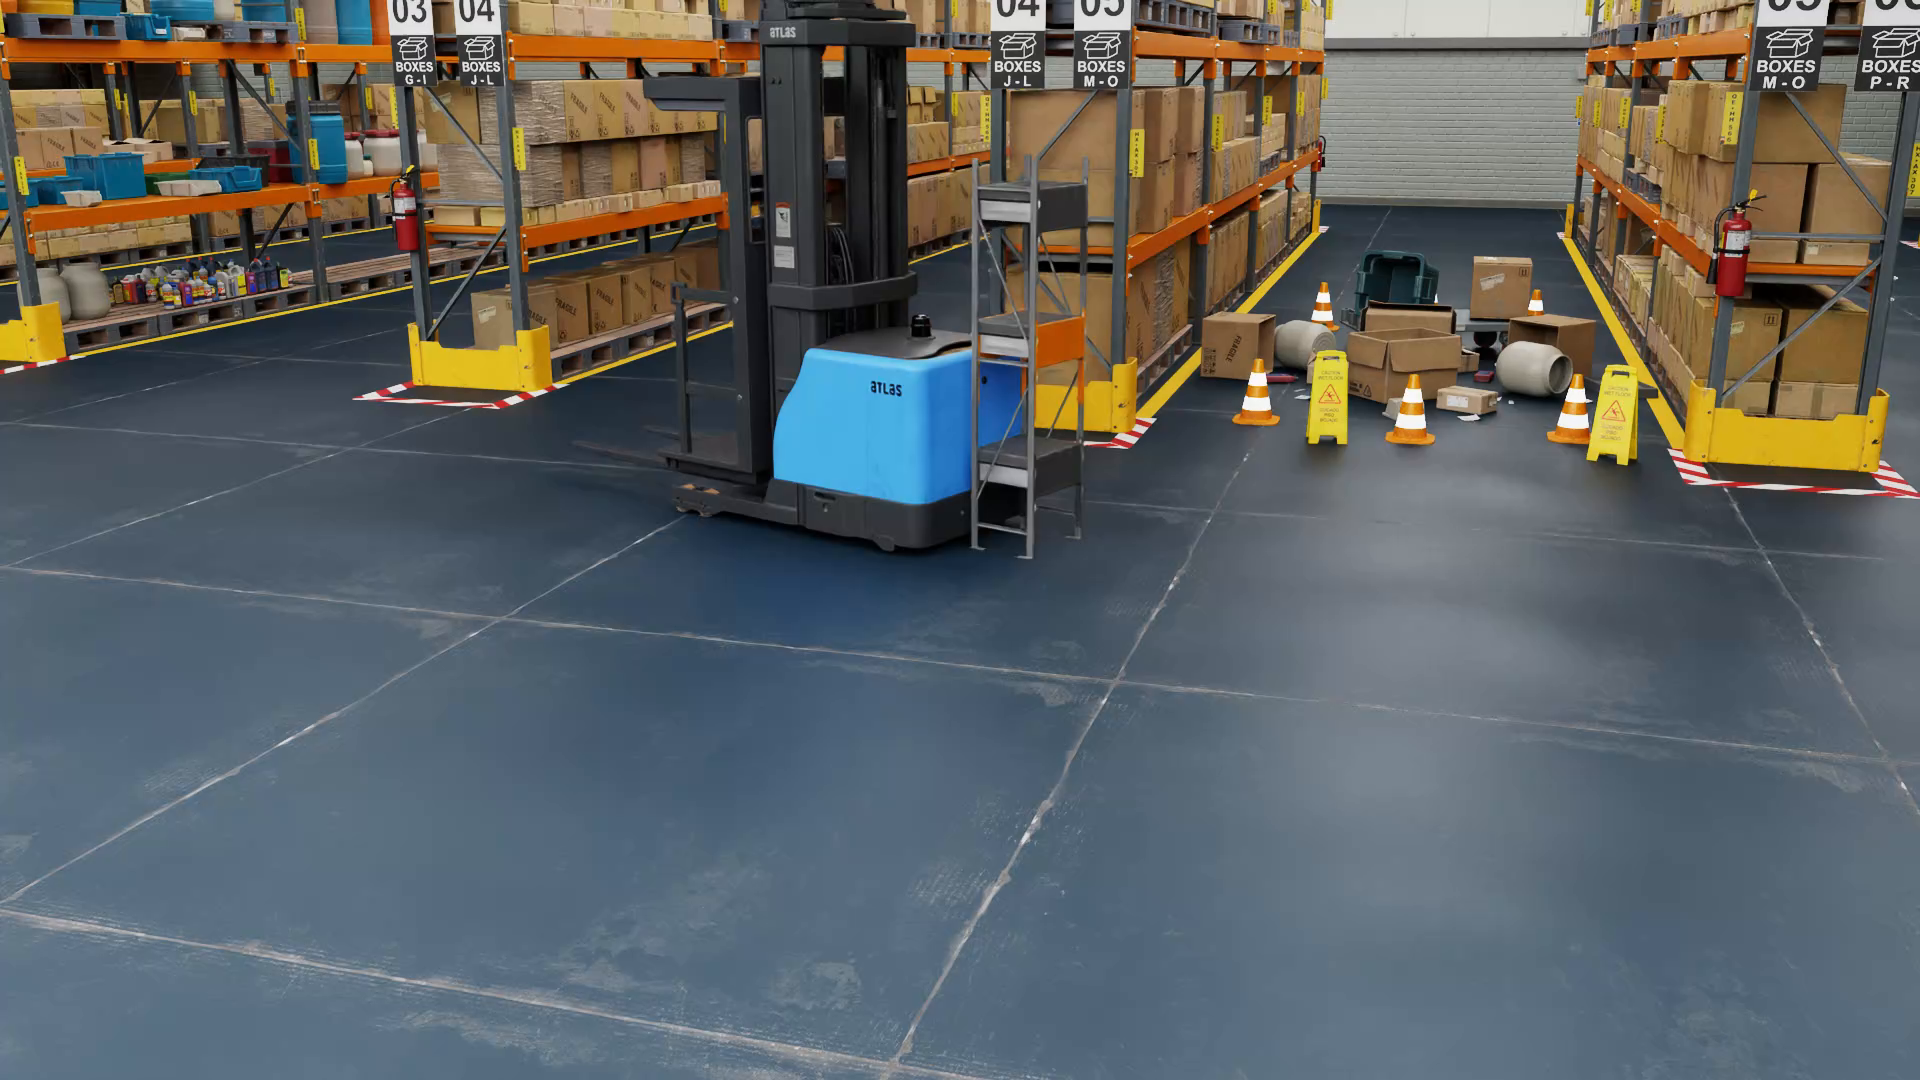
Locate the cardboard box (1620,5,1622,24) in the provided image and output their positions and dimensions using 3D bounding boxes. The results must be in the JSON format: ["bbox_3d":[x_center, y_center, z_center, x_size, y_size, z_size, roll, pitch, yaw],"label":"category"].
[{"bbox_3d":[8.043,-6.223,19.751,0.396,0.266,0.258,6,17,20],"label":"cardboard box"}]

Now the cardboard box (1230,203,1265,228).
[{"bbox_3d":[3.415,-3.926,20.111,0.500,0.250,0.500,4,16,13],"label":"cardboard box"}]

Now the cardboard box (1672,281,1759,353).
[{"bbox_3d":[5.761,-1.692,12.692,0.500,0.500,0.500,4,16,15],"label":"cardboard box"}]

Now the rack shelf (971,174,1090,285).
[{"bbox_3d":[0.372,-1.647,8.773,0.431,0.518,0.480,11,19,34],"label":"rack shelf"}]

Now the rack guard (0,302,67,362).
[{"bbox_3d":[-8.786,-1.927,15.208,1.175,0.500,0.348,5,16,16],"label":"rack guard"}]

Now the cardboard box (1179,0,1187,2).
[{"bbox_3d":[1.620,-4.411,13.393,0.380,0.149,0.250,5,16,16],"label":"cardboard box"}]

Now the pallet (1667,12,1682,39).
[{"bbox_3d":[6.902,-4.506,14.567,1.213,0.211,1.003,5,16,16],"label":"pallet"}]

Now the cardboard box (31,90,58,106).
[{"bbox_3d":[-15.038,-7.167,26.962,0.500,0.250,0.500,5,17,17],"label":"cardboard box"}]

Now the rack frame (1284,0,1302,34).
[{"bbox_3d":[4.123,-8.337,22.231,1.000,3.000,0.127,5,16,16],"label":"rack frame"}]

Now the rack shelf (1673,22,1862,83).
[{"bbox_3d":[6.056,-3.574,12.254,1.077,0.370,4.000,5,16,16],"label":"rack shelf"}]

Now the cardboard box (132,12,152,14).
[{"bbox_3d":[-11.145,-7.192,23.509,0.910,0.500,0.500,5,16,16],"label":"cardboard box"}]

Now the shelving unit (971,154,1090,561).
[{"bbox_3d":[0.372,-0.987,8.961,0.431,2.100,0.503,11,19,34],"label":"shelving unit"}]

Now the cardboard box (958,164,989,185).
[{"bbox_3d":[-0.083,-5.443,26.148,0.875,0.875,0.875,5,16,16],"label":"cardboard box"}]

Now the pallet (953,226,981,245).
[{"bbox_3d":[-0.312,-4.713,25.559,1.003,0.211,1.213,5,16,16],"label":"pallet"}]

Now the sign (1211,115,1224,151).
[{"bbox_3d":[2.383,-3.770,15.391,0.100,0.325,0.005,5,16,16],"label":"sign"}]

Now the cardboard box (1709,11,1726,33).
[{"bbox_3d":[5.715,-3.796,12.180,0.380,0.149,0.250,4,16,15],"label":"cardboard box"}]

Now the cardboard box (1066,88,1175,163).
[{"bbox_3d":[1.213,-3.284,13.156,0.875,0.550,0.550,5,16,16],"label":"cardboard box"}]

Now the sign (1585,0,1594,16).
[{"bbox_3d":[9.504,-8.086,25.096,0.100,0.325,0.005,5,16,16],"label":"sign"}]

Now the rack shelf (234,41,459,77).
[{"bbox_3d":[-7.057,-5.773,20.007,1.077,0.370,4.000,5,16,16],"label":"rack shelf"}]

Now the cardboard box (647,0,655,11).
[{"bbox_3d":[-3.042,-4.953,15.341,0.380,0.149,0.250,5,17,18],"label":"cardboard box"}]

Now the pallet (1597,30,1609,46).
[{"bbox_3d":[9.489,-7.025,23.265,1.003,0.211,1.213,5,16,16],"label":"pallet"}]

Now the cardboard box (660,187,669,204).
[{"bbox_3d":[-3.027,-3.314,15.977,0.380,0.149,0.250,5,16,16],"label":"cardboard box"}]

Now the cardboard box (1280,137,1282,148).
[{"bbox_3d":[4.127,-5.345,22.366,0.380,0.149,0.250,5,17,16],"label":"cardboard box"}]

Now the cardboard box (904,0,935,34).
[{"bbox_3d":[-0.759,-7.402,23.480,0.700,0.500,0.500,5,17,17],"label":"cardboard box"}]

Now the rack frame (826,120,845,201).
[{"bbox_3d":[-1.740,-4.815,20.809,1.000,3.000,0.127,5,16,16],"label":"rack frame"}]

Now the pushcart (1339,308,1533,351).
[{"bbox_3d":[4.424,-1.902,15.345,1.648,0.377,0.936,-1,16,-3],"label":"pushcart"}]

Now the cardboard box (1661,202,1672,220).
[{"bbox_3d":[6.228,-2.822,14.241,0.380,0.149,0.250,5,16,16],"label":"cardboard box"}]

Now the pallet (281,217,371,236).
[{"bbox_3d":[-10.295,-5.074,26.830,1.003,0.211,1.213,5,16,16],"label":"pallet"}]

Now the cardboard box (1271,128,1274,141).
[{"bbox_3d":[3.829,-5.210,21.348,0.380,0.149,0.250,5,17,16],"label":"cardboard box"}]

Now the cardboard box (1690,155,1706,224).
[{"bbox_3d":[5.670,-2.570,12.163,0.500,0.500,0.500,5,16,16],"label":"cardboard box"}]

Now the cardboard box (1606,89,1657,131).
[{"bbox_3d":[8.234,-5.263,20.373,0.500,0.500,0.500,4,16,14],"label":"cardboard box"}]

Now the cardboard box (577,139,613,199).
[{"bbox_3d":[-3.620,-3.323,14.819,0.875,0.500,0.500,5,16,16],"label":"cardboard box"}]

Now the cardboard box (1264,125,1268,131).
[{"bbox_3d":[3.602,-5.152,20.597,0.380,0.149,0.250,5,17,18],"label":"cardboard box"}]

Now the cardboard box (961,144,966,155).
[{"bbox_3d":[-0.126,-5.861,24.957,0.380,0.149,0.250,4,16,14],"label":"cardboard box"}]

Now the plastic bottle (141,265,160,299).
[{"bbox_3d":[-8.480,-2.702,17.406,0.144,0.351,0.185,5,17,18],"label":"plastic bottle"}]

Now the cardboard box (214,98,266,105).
[{"bbox_3d":[-13.849,-8.071,31.737,0.980,0.700,0.700,5,17,18],"label":"cardboard box"}]

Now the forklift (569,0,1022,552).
[{"bbox_3d":[-1.109,-1.646,9.761,3.031,2.935,1.130,12,20,35],"label":"forklift"}]

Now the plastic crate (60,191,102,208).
[{"bbox_3d":[-8.199,-3.189,15.557,0.298,0.136,0.250,5,16,16],"label":"plastic crate"}]

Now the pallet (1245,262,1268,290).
[{"bbox_3d":[3.210,-3.267,20.461,1.003,0.211,1.213,5,16,16],"label":"pallet"}]

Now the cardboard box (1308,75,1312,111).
[{"bbox_3d":[4.938,-6.622,24.620,0.500,0.500,0.500,4,16,14],"label":"cardboard box"}]

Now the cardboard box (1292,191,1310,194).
[{"bbox_3d":[5.353,-5.456,26.432,0.380,0.149,0.250,5,17,17],"label":"cardboard box"}]

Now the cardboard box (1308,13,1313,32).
[{"bbox_3d":[4.793,-7.430,23.889,0.500,0.250,0.500,5,17,17],"label":"cardboard box"}]

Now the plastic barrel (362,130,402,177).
[{"bbox_3d":[-6.935,-4.643,19.954,0.433,0.535,0.433,0,16,0],"label":"plastic barrel"}]

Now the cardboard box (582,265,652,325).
[{"bbox_3d":[-3.285,-2.348,15.921,0.500,0.500,0.500,3,16,11],"label":"cardboard box"}]

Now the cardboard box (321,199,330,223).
[{"bbox_3d":[-10.257,-5.229,26.042,0.500,0.500,0.500,5,17,17],"label":"cardboard box"}]

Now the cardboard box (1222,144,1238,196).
[{"bbox_3d":[2.545,-3.785,16.994,0.500,0.500,0.500,5,16,16],"label":"cardboard box"}]

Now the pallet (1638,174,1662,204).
[{"bbox_3d":[7.238,-3.433,16.289,1.003,0.211,1.213,5,16,16],"label":"pallet"}]

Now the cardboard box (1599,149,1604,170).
[{"bbox_3d":[8.374,-4.791,20.998,0.500,0.250,0.500,4,16,15],"label":"cardboard box"}]

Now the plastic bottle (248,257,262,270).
[{"bbox_3d":[-7.670,-2.910,18.142,0.144,0.351,0.185,5,16,16],"label":"plastic bottle"}]

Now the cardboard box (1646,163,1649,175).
[{"bbox_3d":[7.165,-3.778,16.844,0.380,0.149,0.250,6,17,19],"label":"cardboard box"}]

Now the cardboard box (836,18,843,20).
[{"bbox_3d":[-1.636,-6.403,19.809,0.500,0.500,0.500,5,17,17],"label":"cardboard box"}]

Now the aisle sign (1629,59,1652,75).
[{"bbox_3d":[10.353,-7.385,25.105,0.394,0.787,0.004,5,16,16],"label":"aisle sign"}]

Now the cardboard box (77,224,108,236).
[{"bbox_3d":[-11.582,-4.178,21.804,0.500,0.311,0.500,5,17,17],"label":"cardboard box"}]

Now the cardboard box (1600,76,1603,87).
[{"bbox_3d":[9.104,-6.369,23.083,0.380,0.149,0.250,4,16,15],"label":"cardboard box"}]

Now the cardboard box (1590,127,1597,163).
[{"bbox_3d":[8.926,-5.418,22.749,0.500,0.500,0.500,4,16,15],"label":"cardboard box"}]

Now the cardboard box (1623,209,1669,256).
[{"bbox_3d":[8.037,-3.401,18.947,0.875,0.875,0.875,4,16,15],"label":"cardboard box"}]

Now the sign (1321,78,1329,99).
[{"bbox_3d":[5.787,-7.158,26.367,0.100,0.325,0.005,5,16,16],"label":"sign"}]

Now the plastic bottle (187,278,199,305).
[{"bbox_3d":[-7.851,-2.545,17.000,0.097,0.271,0.097,0,16,0],"label":"plastic bottle"}]

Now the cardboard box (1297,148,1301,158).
[{"bbox_3d":[4.763,-5.657,24.238,0.380,0.149,0.250,5,17,17],"label":"cardboard box"}]

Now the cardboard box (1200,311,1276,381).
[{"bbox_3d":[2.393,-1.671,14.298,0.500,0.500,0.500,8,18,25],"label":"cardboard box"}]
